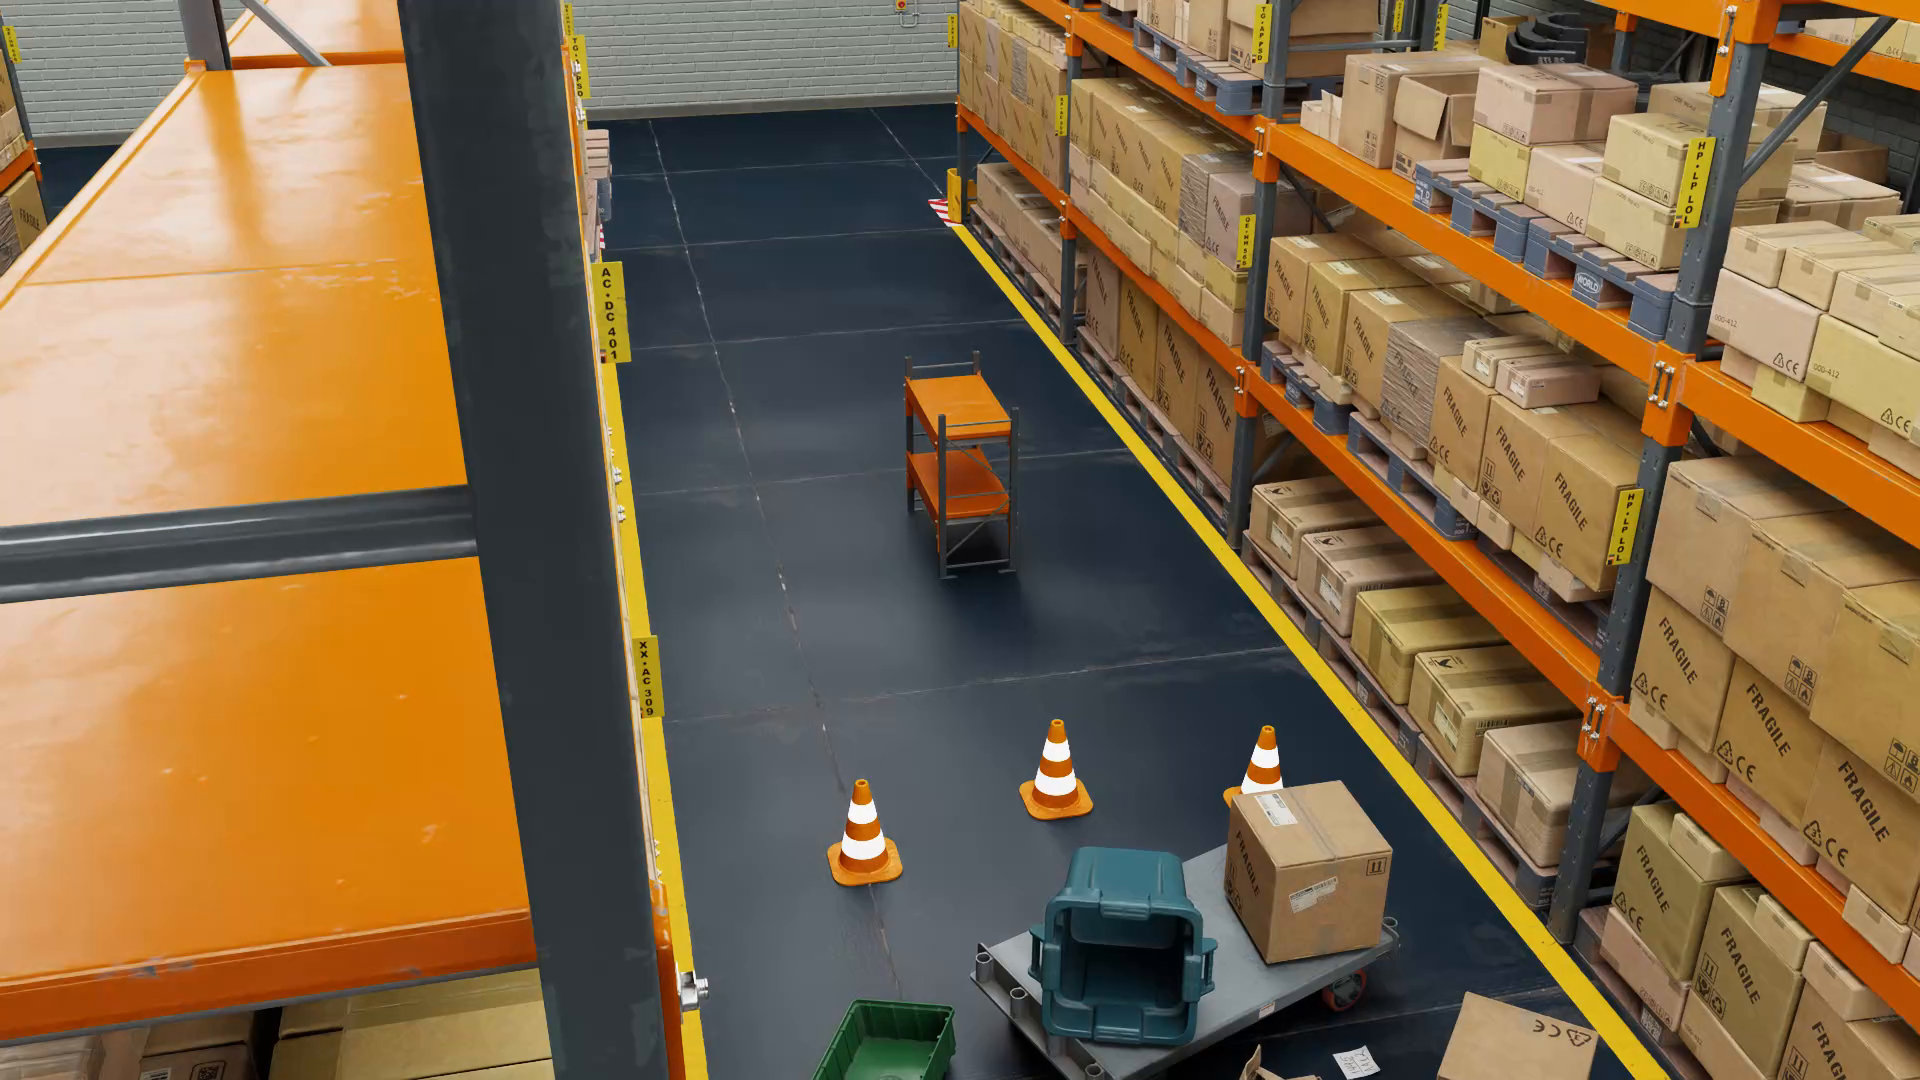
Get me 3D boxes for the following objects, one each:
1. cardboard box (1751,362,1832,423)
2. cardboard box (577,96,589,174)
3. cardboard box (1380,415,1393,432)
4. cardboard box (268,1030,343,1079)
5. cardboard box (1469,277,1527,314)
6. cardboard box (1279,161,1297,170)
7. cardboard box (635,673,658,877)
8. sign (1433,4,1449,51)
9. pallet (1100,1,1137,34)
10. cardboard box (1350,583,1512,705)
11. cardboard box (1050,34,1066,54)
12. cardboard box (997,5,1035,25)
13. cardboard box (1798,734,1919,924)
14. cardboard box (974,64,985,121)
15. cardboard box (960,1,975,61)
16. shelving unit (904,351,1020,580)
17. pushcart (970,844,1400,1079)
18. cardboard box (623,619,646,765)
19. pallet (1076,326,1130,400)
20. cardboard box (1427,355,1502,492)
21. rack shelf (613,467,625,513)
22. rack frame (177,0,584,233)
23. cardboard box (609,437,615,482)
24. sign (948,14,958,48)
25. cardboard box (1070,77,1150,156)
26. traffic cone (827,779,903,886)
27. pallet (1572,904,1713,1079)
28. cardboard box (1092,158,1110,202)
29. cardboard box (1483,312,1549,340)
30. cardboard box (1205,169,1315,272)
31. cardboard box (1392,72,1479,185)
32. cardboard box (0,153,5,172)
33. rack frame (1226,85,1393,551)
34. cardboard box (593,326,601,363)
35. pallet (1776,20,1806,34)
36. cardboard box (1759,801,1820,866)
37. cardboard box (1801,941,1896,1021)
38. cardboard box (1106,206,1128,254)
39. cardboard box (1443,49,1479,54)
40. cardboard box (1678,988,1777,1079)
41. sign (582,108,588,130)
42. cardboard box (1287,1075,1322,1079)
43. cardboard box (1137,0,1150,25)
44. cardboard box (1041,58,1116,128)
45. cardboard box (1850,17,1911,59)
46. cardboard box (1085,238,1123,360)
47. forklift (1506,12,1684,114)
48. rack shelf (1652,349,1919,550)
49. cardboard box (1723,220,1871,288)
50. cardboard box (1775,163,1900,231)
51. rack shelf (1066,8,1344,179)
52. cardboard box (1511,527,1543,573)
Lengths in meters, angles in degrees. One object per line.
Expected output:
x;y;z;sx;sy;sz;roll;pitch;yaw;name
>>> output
3.005;-0.534;5.776;0.380;0.149;0.250;-6;27;-12;cardboard box
-2.002;-1.902;7.729;0.500;0.311;0.500;-6;27;-12;cardboard box
2.484;-0.667;8.901;0.380;0.149;0.250;-5;27;-10;cardboard box
-0.586;0.838;2.037;0.500;0.250;0.500;-6;27;-12;cardboard box
2.914;-1.311;8.738;0.380;0.149;0.250;-7;28;-14;cardboard box
2.276;-2.295;11.094;0.500;0.500;0.500;-6;27;-11;cardboard box
-1.342;0.803;4.811;0.875;0.550;0.550;-6;27;-12;cardboard box
2.799;-2.970;9.749;0.100;0.325;0.005;-6;27;-12;sign
1.623;-3.958;12.493;0.805;0.209;1.217;-7;28;-14;pallet
2.727;0.545;9.137;0.950;0.372;0.625;-5;27;-10;cardboard box
0.989;-4.223;14.193;0.380;0.149;0.250;-6;27;-12;cardboard box
0.555;-4.884;15.503;0.380;0.149;0.250;-6;27;-11;cardboard box
3.235;0.894;5.556;0.500;0.500;0.500;-6;27;-12;cardboard box
0.437;-4.444;16.460;0.500;0.500;0.500;-6;27;-12;cardboard box
0.298;-5.109;16.670;0.500;0.500;0.500;-7;28;-13;cardboard box
-0.002;-0.505;10.849;0.538;1.125;1.048;-6;27;-12;shelving unit
0.961;1.834;7.044;1.648;0.377;0.936;-16;31;-29;pushcart
-0.720;0.273;2.715;0.380;0.149;0.250;-6;27;-12;cardboard box
1.616;-1.526;13.886;1.003;0.211;1.213;-6;27;-12;pallet
2.620;-0.579;8.008;0.500;0.500;0.500;-5;27;-10;cardboard box
-2.079;-0.939;7.097;1.077;0.370;4.000;-6;27;-12;rack shelf
-1.628;-1.721;4.520;1.000;3.000;0.127;-6;27;-12;rack frame
-1.118;-0.151;4.439;0.380;0.149;0.250;-6;27;-11;cardboard box
-0.075;-5.226;17.073;0.100;0.325;0.005;-6;27;-12;sign
1.188;-3.371;13.225;0.500;0.500;0.500;-6;27;-11;cardboard box
-0.460;1.347;7.913;0.336;0.463;0.334;-6;27;-12;traffic cone
3.357;1.946;7.006;1.003;0.211;1.213;-6;27;-12;pallet
1.338;-2.810;12.947;0.500;0.250;0.500;-6;27;-11;cardboard box
3.007;-0.853;8.549;0.500;0.500;0.500;-7;28;-14;cardboard box
1.899;-2.037;10.583;0.500;0.500;0.500;-7;28;-13;cardboard box
2.642;-2.064;8.414;0.797;0.503;0.637;-6;27;-12;cardboard box
-8.616;-3.282;14.549;0.380;0.149;0.250;-5;27;-11;cardboard box
2.270;-1.346;10.434;1.000;3.000;0.127;-6;27;-12;rack frame
-1.067;-0.399;4.046;0.380;0.149;0.250;-5;27;-11;cardboard box
6.519;-4.114;12.799;1.213;0.211;1.003;-6;27;-12;pallet
3.149;1.024;6.017;0.380;0.149;0.250;-5;27;-10;cardboard box
3.192;1.516;5.796;0.380;0.149;0.250;-4;27;-9;cardboard box
1.429;-2.361;12.613;0.500;0.250;0.500;-6;27;-12;cardboard box
5.256;-4.982;17.474;0.500;0.250;0.500;-6;27;-11;cardboard box
3.173;1.970;6.451;0.500;0.250;0.500;-4;27;-9;cardboard box
-2.891;-3.130;12.683;0.100;0.325;0.005;-6;27;-12;sign
0.992;2.296;5.838;0.797;0.637;0.503;-6;27;-12;cardboard box
1.439;-3.731;11.513;0.396;0.266;0.258;-4;27;-7;cardboard box
0.993;-3.772;14.020;0.500;0.500;0.500;-6;27;-12;cardboard box
6.639;-3.545;11.629;0.500;0.250;0.500;-6;27;-11;cardboard box
1.586;-2.077;13.774;0.875;0.875;0.875;-5;27;-10;cardboard box
4.835;-2.405;12.609;3.031;2.935;1.130;6;27;12;forklift
3.622;0.270;4.702;1.077;0.370;4.000;-6;27;-12;rack shelf
2.924;-1.001;5.817;0.380;0.149;0.250;-6;27;-13;cardboard box
3.430;-1.347;6.807;0.500;0.250;0.500;-7;28;-13;cardboard box
1.819;-3.242;11.660;1.077;0.370;4.000;-6;27;-12;rack shelf
2.744;0.019;7.542;0.380;0.149;0.250;-7;28;-13;cardboard box
